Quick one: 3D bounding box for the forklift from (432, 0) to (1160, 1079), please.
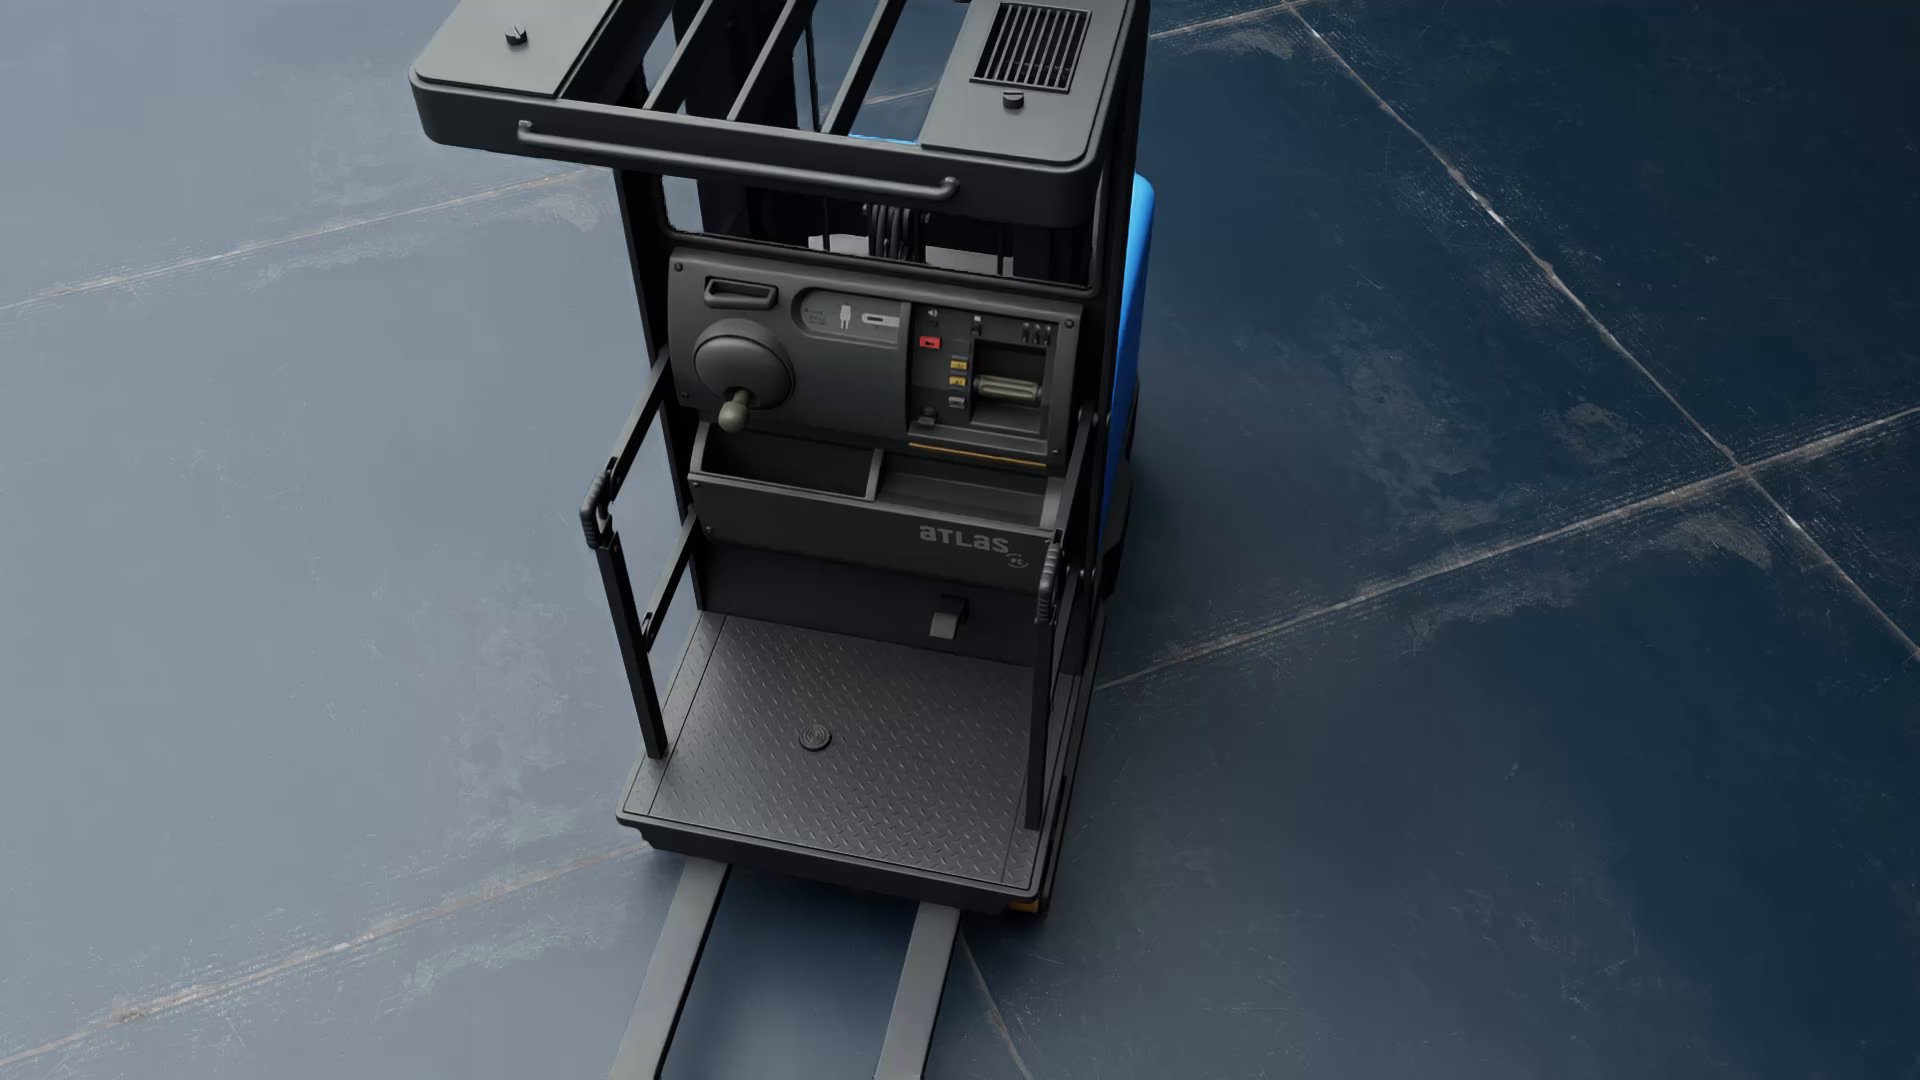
[{"bbox_3d":[-0.224,-0.360,3.628,1.130,2.935,3.031,9,50,8],"label":"forklift"}]
